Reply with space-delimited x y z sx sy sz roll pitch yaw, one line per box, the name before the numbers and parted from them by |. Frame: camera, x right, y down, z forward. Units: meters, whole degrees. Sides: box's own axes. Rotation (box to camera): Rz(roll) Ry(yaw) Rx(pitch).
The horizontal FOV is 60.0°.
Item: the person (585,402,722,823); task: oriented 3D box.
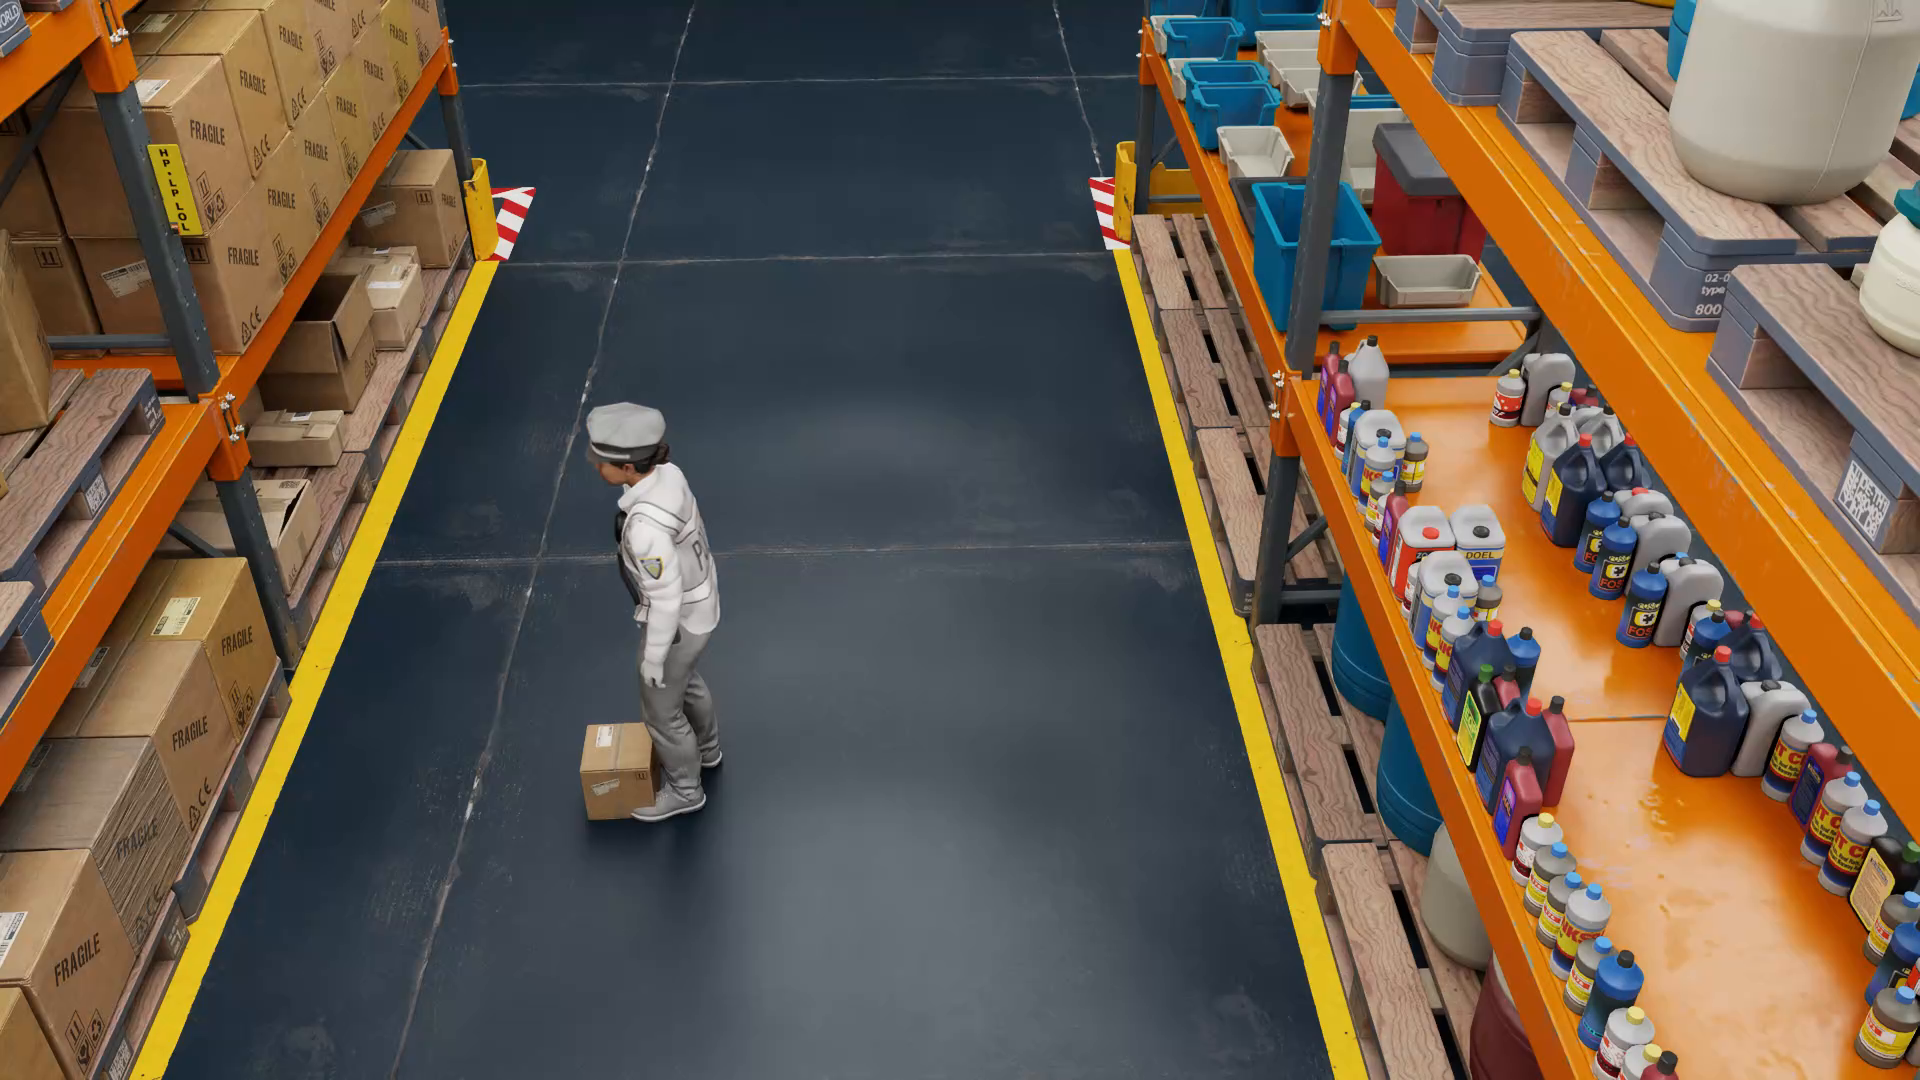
person | -1.032 0.274 5.758 0.406 1.664 0.540 -3 36 -4
